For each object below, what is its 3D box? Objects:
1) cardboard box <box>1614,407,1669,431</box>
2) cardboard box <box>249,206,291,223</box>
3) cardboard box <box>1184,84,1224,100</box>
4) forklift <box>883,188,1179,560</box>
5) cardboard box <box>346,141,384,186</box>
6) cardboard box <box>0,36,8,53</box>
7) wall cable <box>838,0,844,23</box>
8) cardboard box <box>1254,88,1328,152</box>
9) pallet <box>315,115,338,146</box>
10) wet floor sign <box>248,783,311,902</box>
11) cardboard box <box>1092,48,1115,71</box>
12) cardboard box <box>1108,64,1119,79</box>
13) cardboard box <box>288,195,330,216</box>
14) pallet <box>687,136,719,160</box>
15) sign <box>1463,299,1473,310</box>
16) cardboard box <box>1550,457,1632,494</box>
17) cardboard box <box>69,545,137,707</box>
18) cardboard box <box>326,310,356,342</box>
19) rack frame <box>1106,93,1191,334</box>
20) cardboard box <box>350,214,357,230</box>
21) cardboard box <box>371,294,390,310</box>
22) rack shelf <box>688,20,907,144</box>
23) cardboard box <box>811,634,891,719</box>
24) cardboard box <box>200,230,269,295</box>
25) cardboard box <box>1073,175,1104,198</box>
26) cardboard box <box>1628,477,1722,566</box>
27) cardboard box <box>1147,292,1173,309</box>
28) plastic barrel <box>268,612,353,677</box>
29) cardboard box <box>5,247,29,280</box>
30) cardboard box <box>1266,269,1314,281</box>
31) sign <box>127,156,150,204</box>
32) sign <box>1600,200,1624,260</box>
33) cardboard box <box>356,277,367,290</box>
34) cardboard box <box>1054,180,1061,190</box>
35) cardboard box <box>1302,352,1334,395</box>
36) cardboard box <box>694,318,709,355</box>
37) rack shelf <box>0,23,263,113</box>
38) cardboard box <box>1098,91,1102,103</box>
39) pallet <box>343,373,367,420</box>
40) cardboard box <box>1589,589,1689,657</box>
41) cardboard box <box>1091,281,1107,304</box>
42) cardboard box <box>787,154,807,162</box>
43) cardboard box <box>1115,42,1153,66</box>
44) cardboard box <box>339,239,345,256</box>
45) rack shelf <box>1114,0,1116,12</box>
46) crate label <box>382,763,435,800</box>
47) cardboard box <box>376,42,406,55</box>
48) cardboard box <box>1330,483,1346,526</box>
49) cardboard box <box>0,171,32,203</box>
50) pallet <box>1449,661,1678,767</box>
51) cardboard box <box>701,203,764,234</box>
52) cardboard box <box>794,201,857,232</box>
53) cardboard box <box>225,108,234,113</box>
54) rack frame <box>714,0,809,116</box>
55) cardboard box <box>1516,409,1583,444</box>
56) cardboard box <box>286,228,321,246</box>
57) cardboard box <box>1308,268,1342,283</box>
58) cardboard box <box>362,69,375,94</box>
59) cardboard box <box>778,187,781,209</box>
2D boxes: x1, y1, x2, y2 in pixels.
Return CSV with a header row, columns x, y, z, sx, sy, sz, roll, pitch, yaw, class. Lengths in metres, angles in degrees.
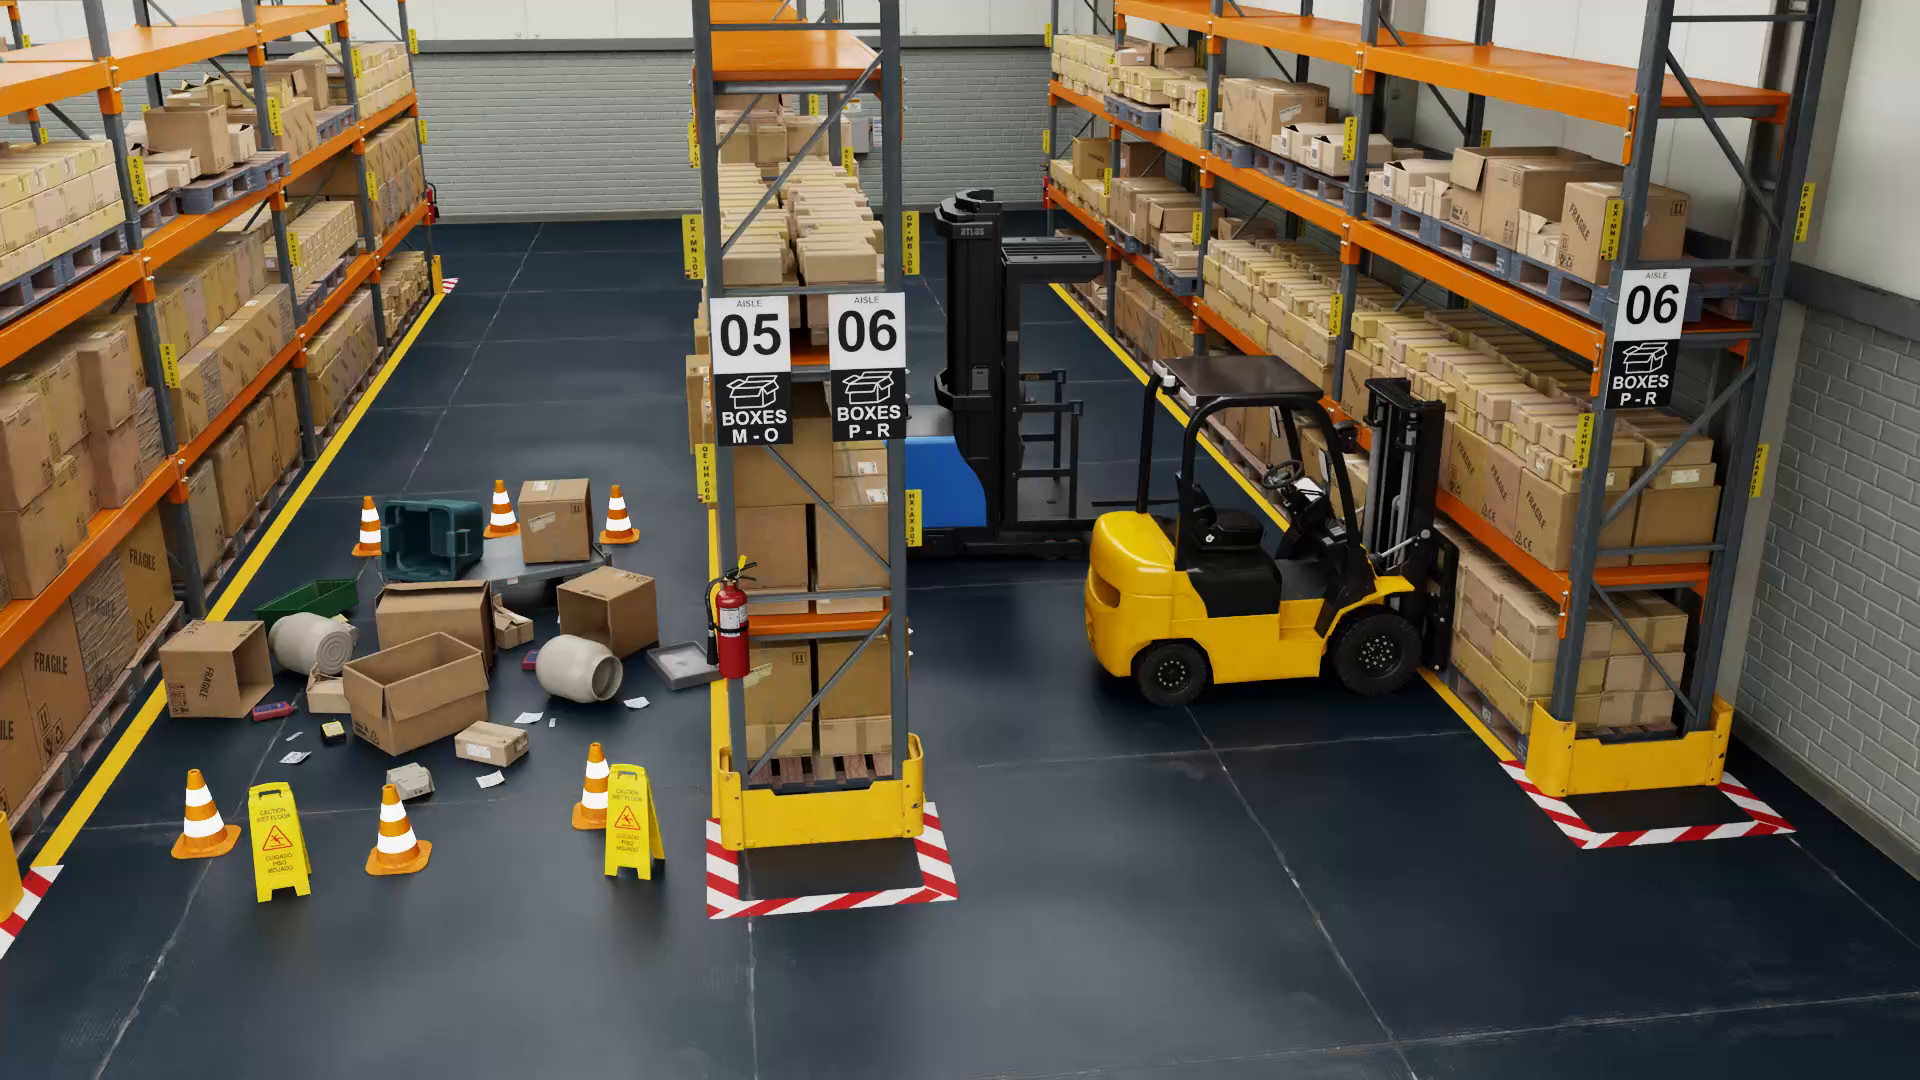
x,y,z,sx,sy,sz,roll,pitch,yaw,class
4.221,-0.737,10.482,0.380,0.149,0.250,-3,21,-7,cardboard box
-7.763,-3.657,18.704,0.380,0.149,0.250,-2,21,-6,cardboard box
2.602,-4.748,17.649,0.380,0.149,0.250,-3,21,-9,cardboard box
0.628,-1.391,13.824,3.031,2.935,1.130,-2,21,-4,forklift
-7.324,-4.557,20.208,0.500,0.500,0.500,-4,21,-9,cardboard box
-12.782,-6.244,21.547,0.700,0.500,0.500,-4,21,-11,cardboard box
-0.695,-10.173,28.612,2.988,3.039,0.133,-3,21,-8,wall cable
2.971,-3.787,14.970,0.500,0.500,0.500,-2,21,-6,cardboard box
-7.274,-4.295,17.483,1.213,0.211,1.003,-3,21,-8,pallet
-3.717,1.612,9.051,0.267,0.644,0.232,-7,21,-17,wet floor sign
1.992,-6.138,21.225,0.500,0.250,0.500,-3,21,-9,cardboard box
1.994,-5.637,19.999,0.380,0.149,0.250,-2,21,-6,cardboard box
-7.760,-3.895,19.864,0.500,0.500,0.500,-3,21,-8,cardboard box
-2.095,-3.992,16.675,1.213,0.211,1.003,-2,21,-5,pallet
4.087,-1.793,13.454,0.100,0.325,0.005,-3,21,-8,sign
3.787,-0.394,9.987,0.380,0.149,0.250,-3,21,-7,cardboard box
-6.102,0.546,10.978,0.875,0.875,0.875,-3,21,-7,cardboard box
-6.902,-2.327,18.133,0.500,0.250,0.500,-4,21,-10,cardboard box
2.385,-4.092,20.959,1.000,3.000,0.127,-3,21,-8,rack frame
-7.158,-3.646,19.099,0.380,0.149,0.250,-2,21,-6,cardboard box
-7.236,-2.924,20.455,0.380,0.149,0.250,-2,21,-5,cardboard box
-1.085,-2.850,10.092,1.077,0.370,4.000,-3,21,-8,rack shelf
-0.644,0.753,10.245,0.500,0.500,0.500,-4,21,-10,cardboard box
-6.779,-2.530,15.205,0.700,0.500,0.500,-3,21,-8,cardboard box
1.851,-4.849,22.776,0.500,0.250,0.500,-3,21,-9,cardboard box
4.318,-0.169,10.314,0.500,0.500,0.500,-2,21,-6,cardboard box
2.423,-2.835,19.639,0.380,0.149,0.250,-2,21,-6,cardboard box
-4.576,0.737,11.713,0.512,0.421,0.421,12,24,30,plastic barrel
-5.632,-1.592,9.594,0.380,0.149,0.250,-3,21,-7,cardboard box
3.045,-2.401,15.362,0.380,0.149,0.250,-3,21,-8,cardboard box
-5.708,-2.499,11.554,0.100,0.325,0.005,-3,21,-8,sign
3.575,-1.697,9.109,0.100,0.325,0.005,-3,21,-8,sign
-7.908,-3.345,21.583,0.380,0.149,0.250,-3,21,-8,cardboard box
1.584,-5.231,24.369,0.380,0.149,0.250,-3,21,-8,cardboard box
3.206,-1.413,14.001,0.500,0.250,0.500,-2,21,-7,cardboard box
-1.427,-1.209,11.242,0.700,0.500,0.500,-3,21,-9,cardboard box
-6.546,-3.764,13.107,1.077,0.370,4.000,-3,21,-8,rack shelf
1.978,-5.667,21.249,0.380,0.149,0.250,-2,21,-6,cardboard box
-7.118,-1.556,18.156,1.003,0.211,1.213,-3,21,-8,pallet
4.232,0.510,10.539,0.500,0.250,0.500,-3,21,-9,cardboard box
1.962,-3.309,22.172,0.396,0.266,0.258,-2,21,-6,cardboard box
-1.135,-3.000,13.363,0.500,0.250,0.500,-3,21,-8,cardboard box
2.083,-5.834,19.936,0.396,0.266,0.258,-3,21,-8,cardboard box
-7.049,-3.244,18.448,0.380,0.149,0.250,-4,21,-11,cardboard box
2.096,-7.256,21.890,1.077,0.370,4.000,-3,21,-8,rack shelf
-3.359,1.476,10.142,0.250,0.136,0.298,-15,25,-35,crate label
-7.648,-6.596,22.307,0.380,0.149,0.250,-3,21,-8,cardboard box
3.302,-0.282,13.373,0.500,0.250,0.500,-3,21,-8,cardboard box
-5.670,-2.054,9.692,0.380,0.149,0.250,-3,21,-7,cardboard box
3.963,1.106,11.026,1.003,0.211,1.213,-3,21,-8,pallet
-1.392,-1.978,10.231,0.380,0.149,0.250,-2,21,-6,cardboard box
-0.835,-2.008,10.313,0.380,0.149,0.250,-2,21,-7,cardboard box
-7.168,-3.808,15.768,0.500,0.500,0.500,-3,21,-8,cardboard box
-1.950,-5.266,15.527,1.000,3.000,0.127,-3,21,-8,rack frame
3.723,-0.714,10.419,0.380,0.149,0.250,-2,21,-7,cardboard box
-6.900,-3.153,17.354,0.380,0.149,0.250,-2,21,-6,cardboard box
3.449,-2.425,15.425,0.380,0.149,0.250,-2,21,-6,cardboard box
-7.310,-5.476,19.878,0.500,0.250,0.500,-3,21,-8,cardboard box
-1.043,-2.405,11.944,0.500,0.250,0.500,-3,21,-8,cardboard box
